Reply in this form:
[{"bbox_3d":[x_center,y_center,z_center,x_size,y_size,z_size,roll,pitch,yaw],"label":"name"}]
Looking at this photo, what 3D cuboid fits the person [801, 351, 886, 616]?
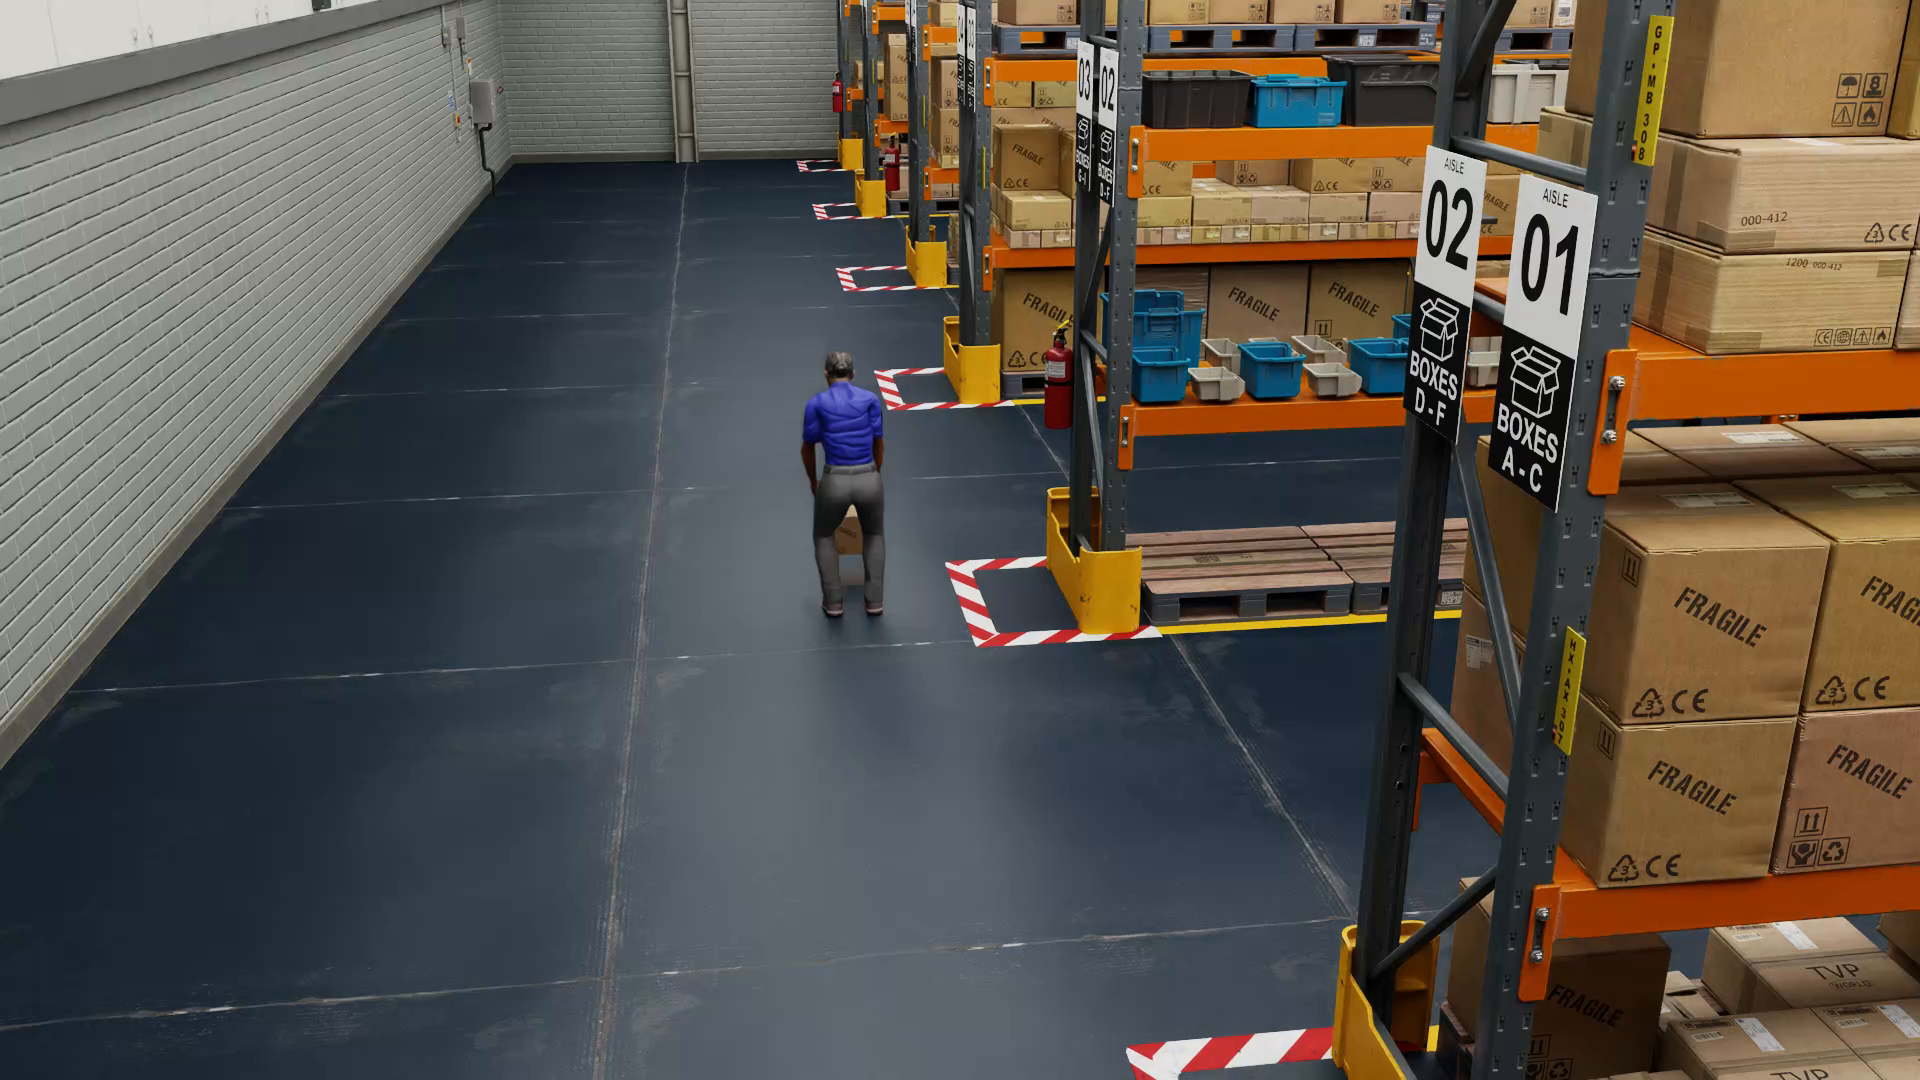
[{"bbox_3d":[-0.671,-0.309,9.634,0.480,1.526,0.492,-2,20,-7],"label":"person"}]
